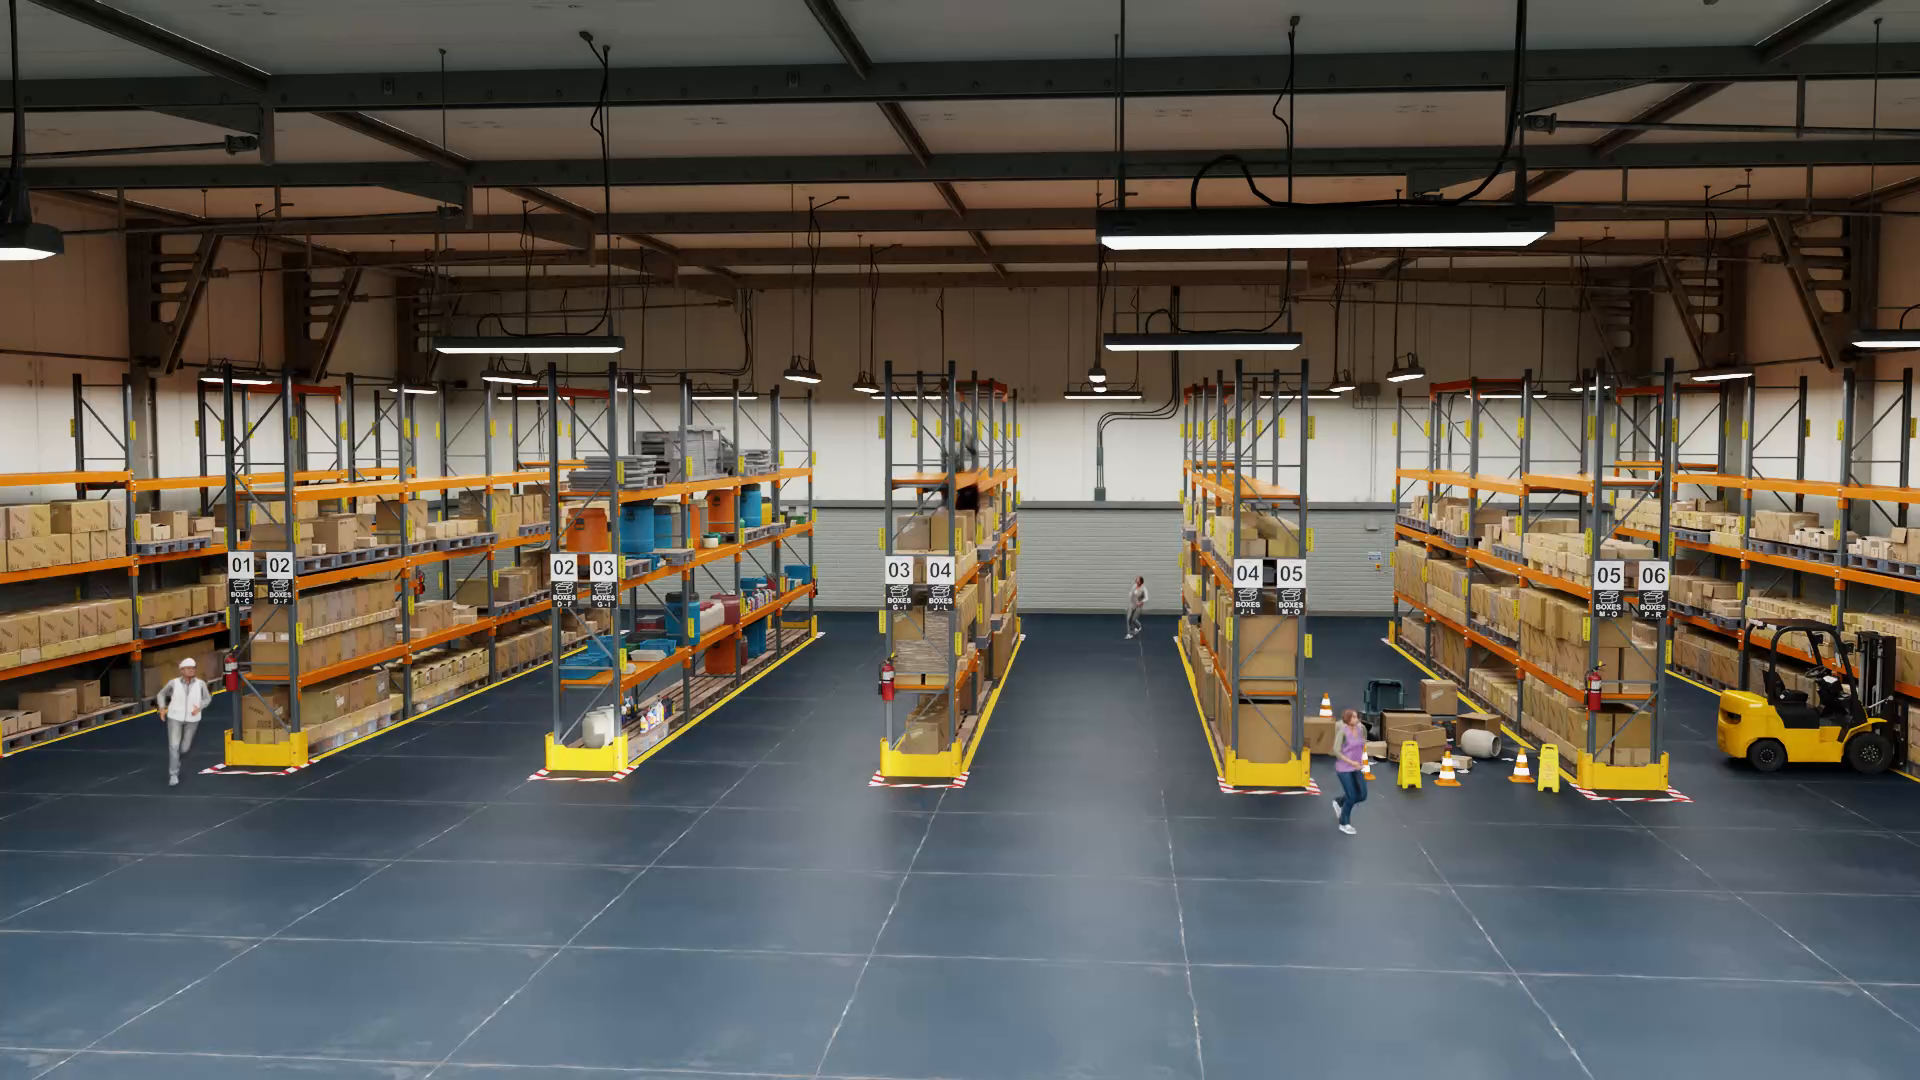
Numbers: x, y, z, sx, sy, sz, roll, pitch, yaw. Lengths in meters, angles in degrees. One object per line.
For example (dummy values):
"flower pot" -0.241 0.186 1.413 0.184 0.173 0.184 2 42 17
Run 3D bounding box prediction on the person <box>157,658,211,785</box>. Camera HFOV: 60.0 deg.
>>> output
"person" -11.128 2.576 23.882 0.705 1.762 0.802 -2 4 -30

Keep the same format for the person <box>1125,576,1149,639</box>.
"person" 4.307 1.616 40.113 0.557 1.516 0.572 4 5 44

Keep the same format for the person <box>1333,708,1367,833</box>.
"person" 4.851 2.867 20.733 0.567 1.560 0.574 -3 5 -37
